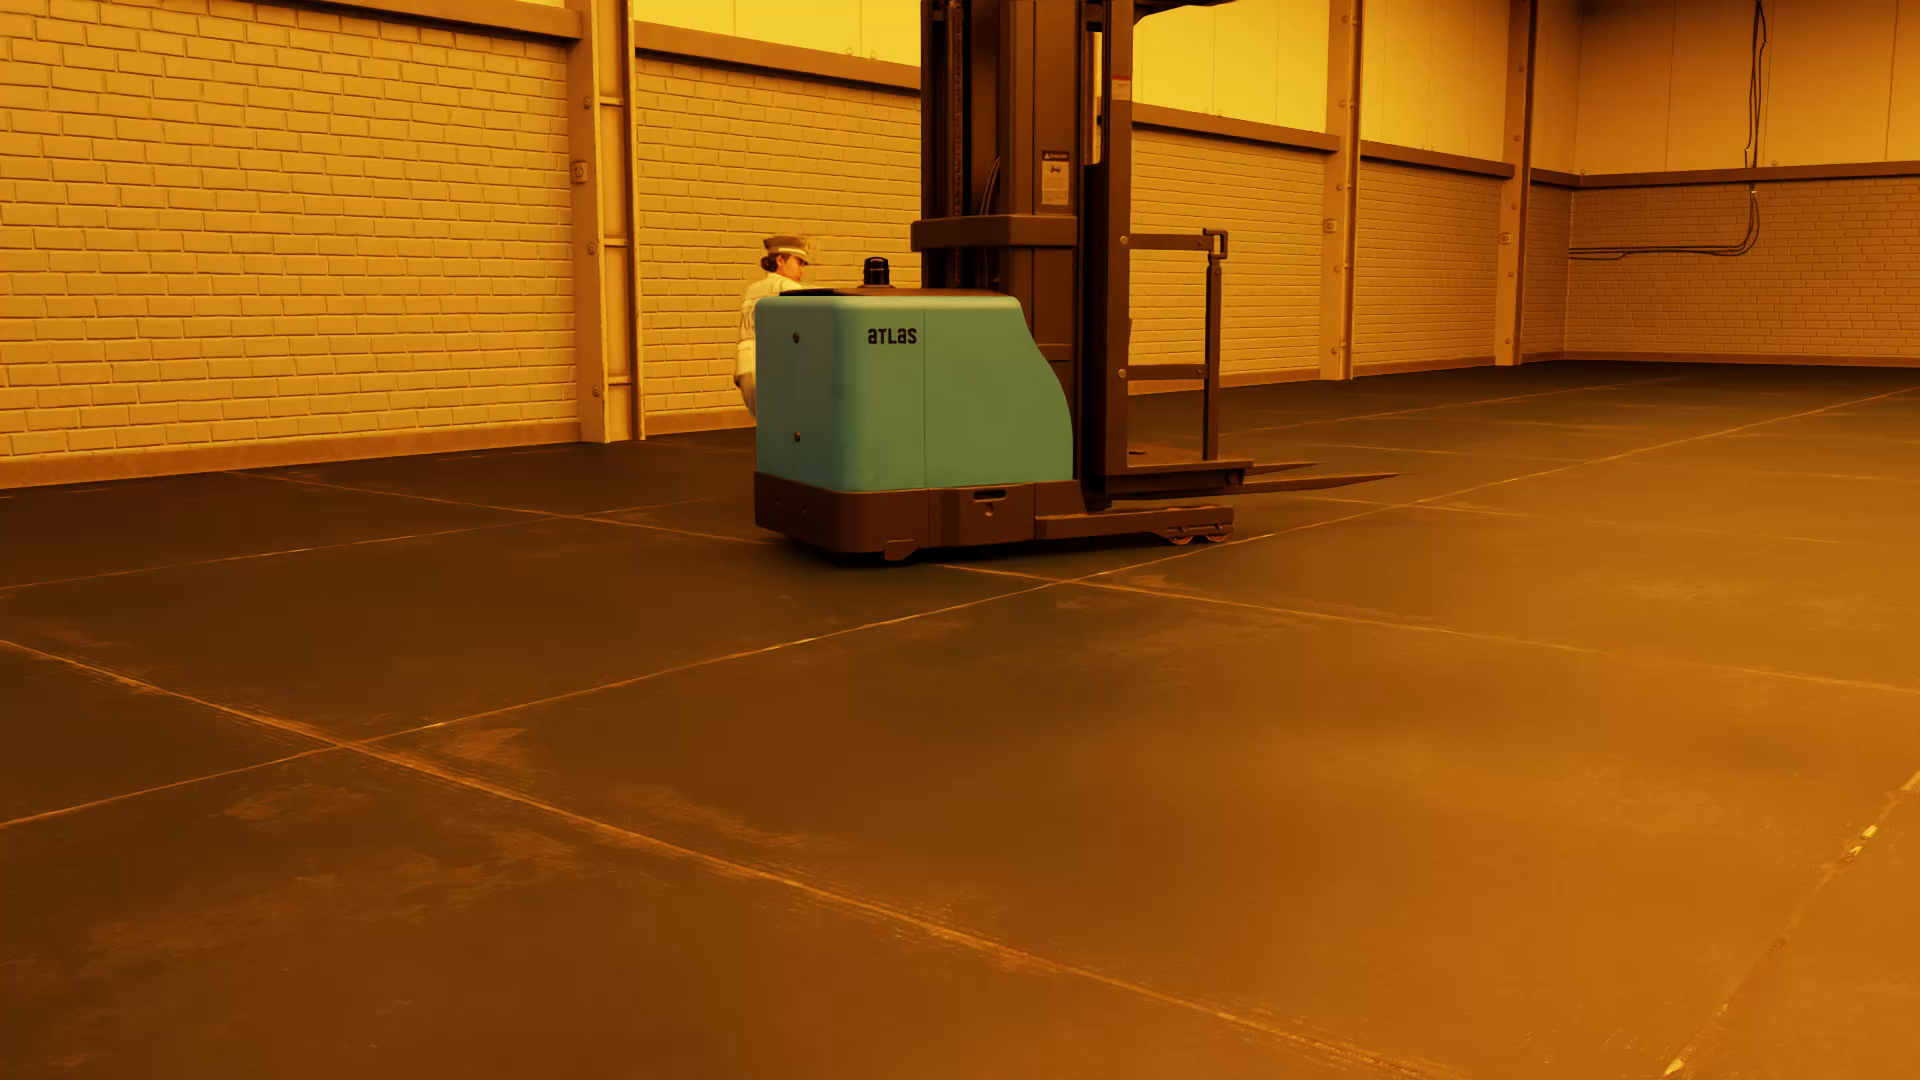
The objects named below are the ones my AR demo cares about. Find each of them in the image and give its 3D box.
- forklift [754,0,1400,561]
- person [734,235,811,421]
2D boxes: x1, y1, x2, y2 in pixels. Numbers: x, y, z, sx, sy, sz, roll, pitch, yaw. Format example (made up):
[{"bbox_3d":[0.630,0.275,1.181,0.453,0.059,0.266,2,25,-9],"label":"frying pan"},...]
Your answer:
[{"bbox_3d":[0.637,-1.490,7.467,3.031,2.935,1.130,-4,9,-27],"label":"forklift"},{"bbox_3d":[-0.848,-0.945,9.090,0.730,1.409,1.011,2,9,14],"label":"person"}]
